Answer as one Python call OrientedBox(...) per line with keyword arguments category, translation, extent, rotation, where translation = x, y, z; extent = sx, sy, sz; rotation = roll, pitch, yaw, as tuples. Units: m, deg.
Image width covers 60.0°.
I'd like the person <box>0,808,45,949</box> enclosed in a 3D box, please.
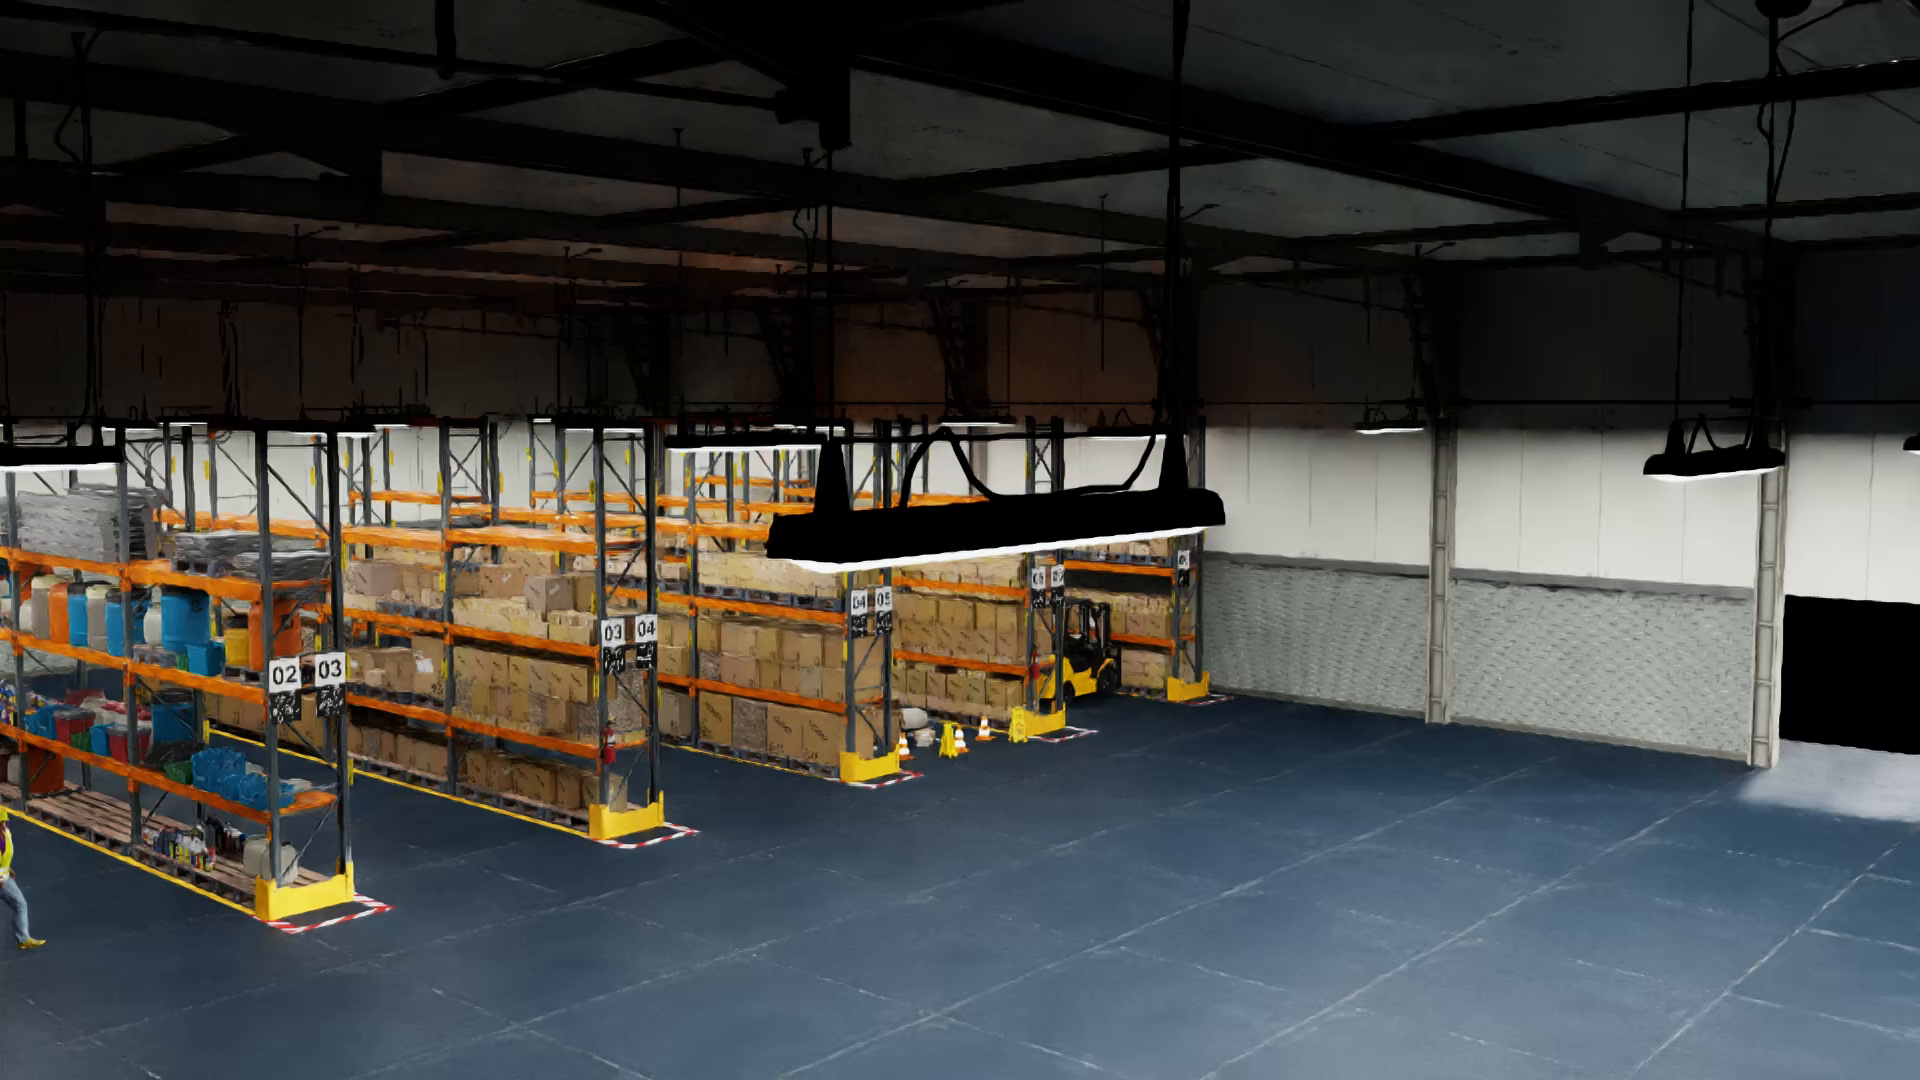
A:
OrientedBox(category="person", translation=(-11.094, 3.889, 19.050), extent=(0.823, 1.697, 0.714), rotation=(2, 5, 23))
